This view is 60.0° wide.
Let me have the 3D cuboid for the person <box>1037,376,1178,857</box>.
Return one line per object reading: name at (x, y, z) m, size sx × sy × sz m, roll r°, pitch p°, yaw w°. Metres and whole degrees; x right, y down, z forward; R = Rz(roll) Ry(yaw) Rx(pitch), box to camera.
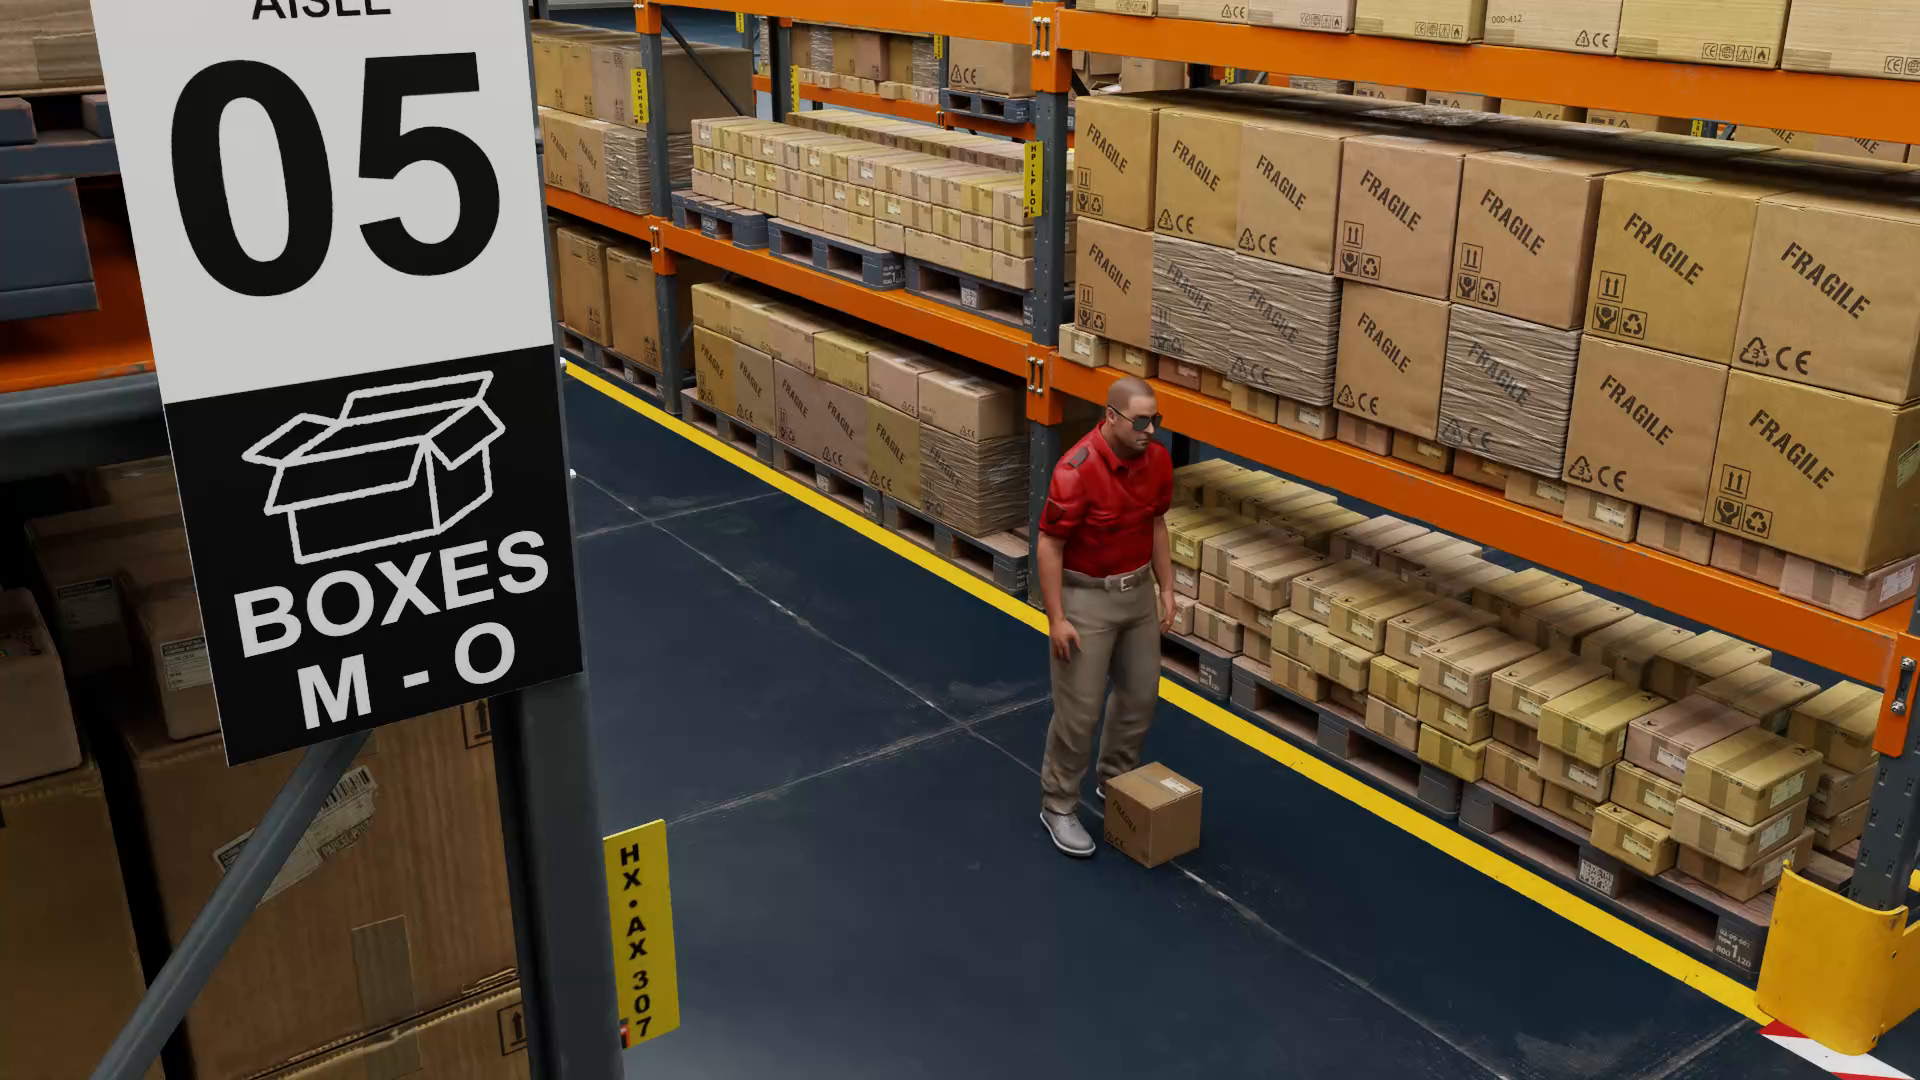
person at (0.538, 0.243, 5.977) m, size 0.587 × 1.727 × 0.398 m, roll -15°, pitch 26°, yaw -33°
